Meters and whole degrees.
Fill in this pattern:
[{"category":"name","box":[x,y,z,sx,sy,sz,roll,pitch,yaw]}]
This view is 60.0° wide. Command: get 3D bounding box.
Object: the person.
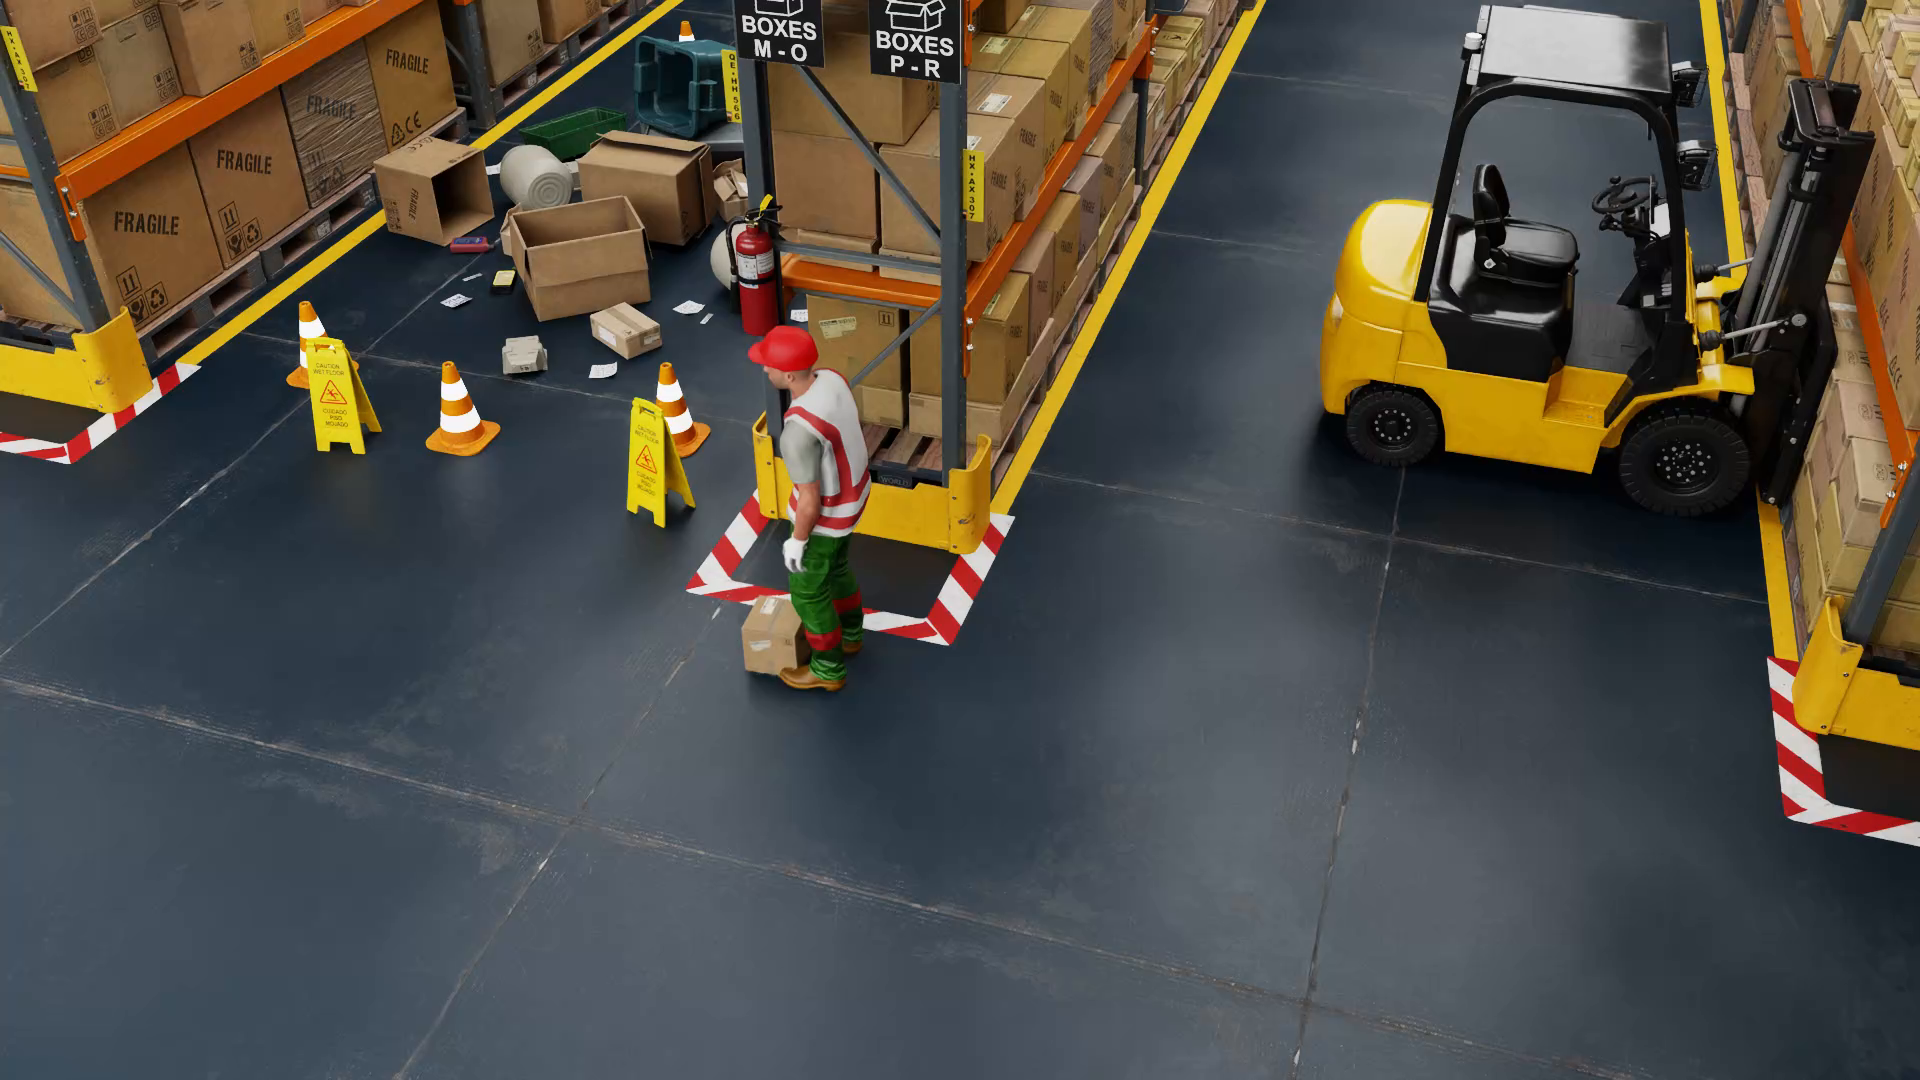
[{"category":"person","box":[-0.612,-0.128,7.054,0.453,1.777,0.609,9,38,12]}]
